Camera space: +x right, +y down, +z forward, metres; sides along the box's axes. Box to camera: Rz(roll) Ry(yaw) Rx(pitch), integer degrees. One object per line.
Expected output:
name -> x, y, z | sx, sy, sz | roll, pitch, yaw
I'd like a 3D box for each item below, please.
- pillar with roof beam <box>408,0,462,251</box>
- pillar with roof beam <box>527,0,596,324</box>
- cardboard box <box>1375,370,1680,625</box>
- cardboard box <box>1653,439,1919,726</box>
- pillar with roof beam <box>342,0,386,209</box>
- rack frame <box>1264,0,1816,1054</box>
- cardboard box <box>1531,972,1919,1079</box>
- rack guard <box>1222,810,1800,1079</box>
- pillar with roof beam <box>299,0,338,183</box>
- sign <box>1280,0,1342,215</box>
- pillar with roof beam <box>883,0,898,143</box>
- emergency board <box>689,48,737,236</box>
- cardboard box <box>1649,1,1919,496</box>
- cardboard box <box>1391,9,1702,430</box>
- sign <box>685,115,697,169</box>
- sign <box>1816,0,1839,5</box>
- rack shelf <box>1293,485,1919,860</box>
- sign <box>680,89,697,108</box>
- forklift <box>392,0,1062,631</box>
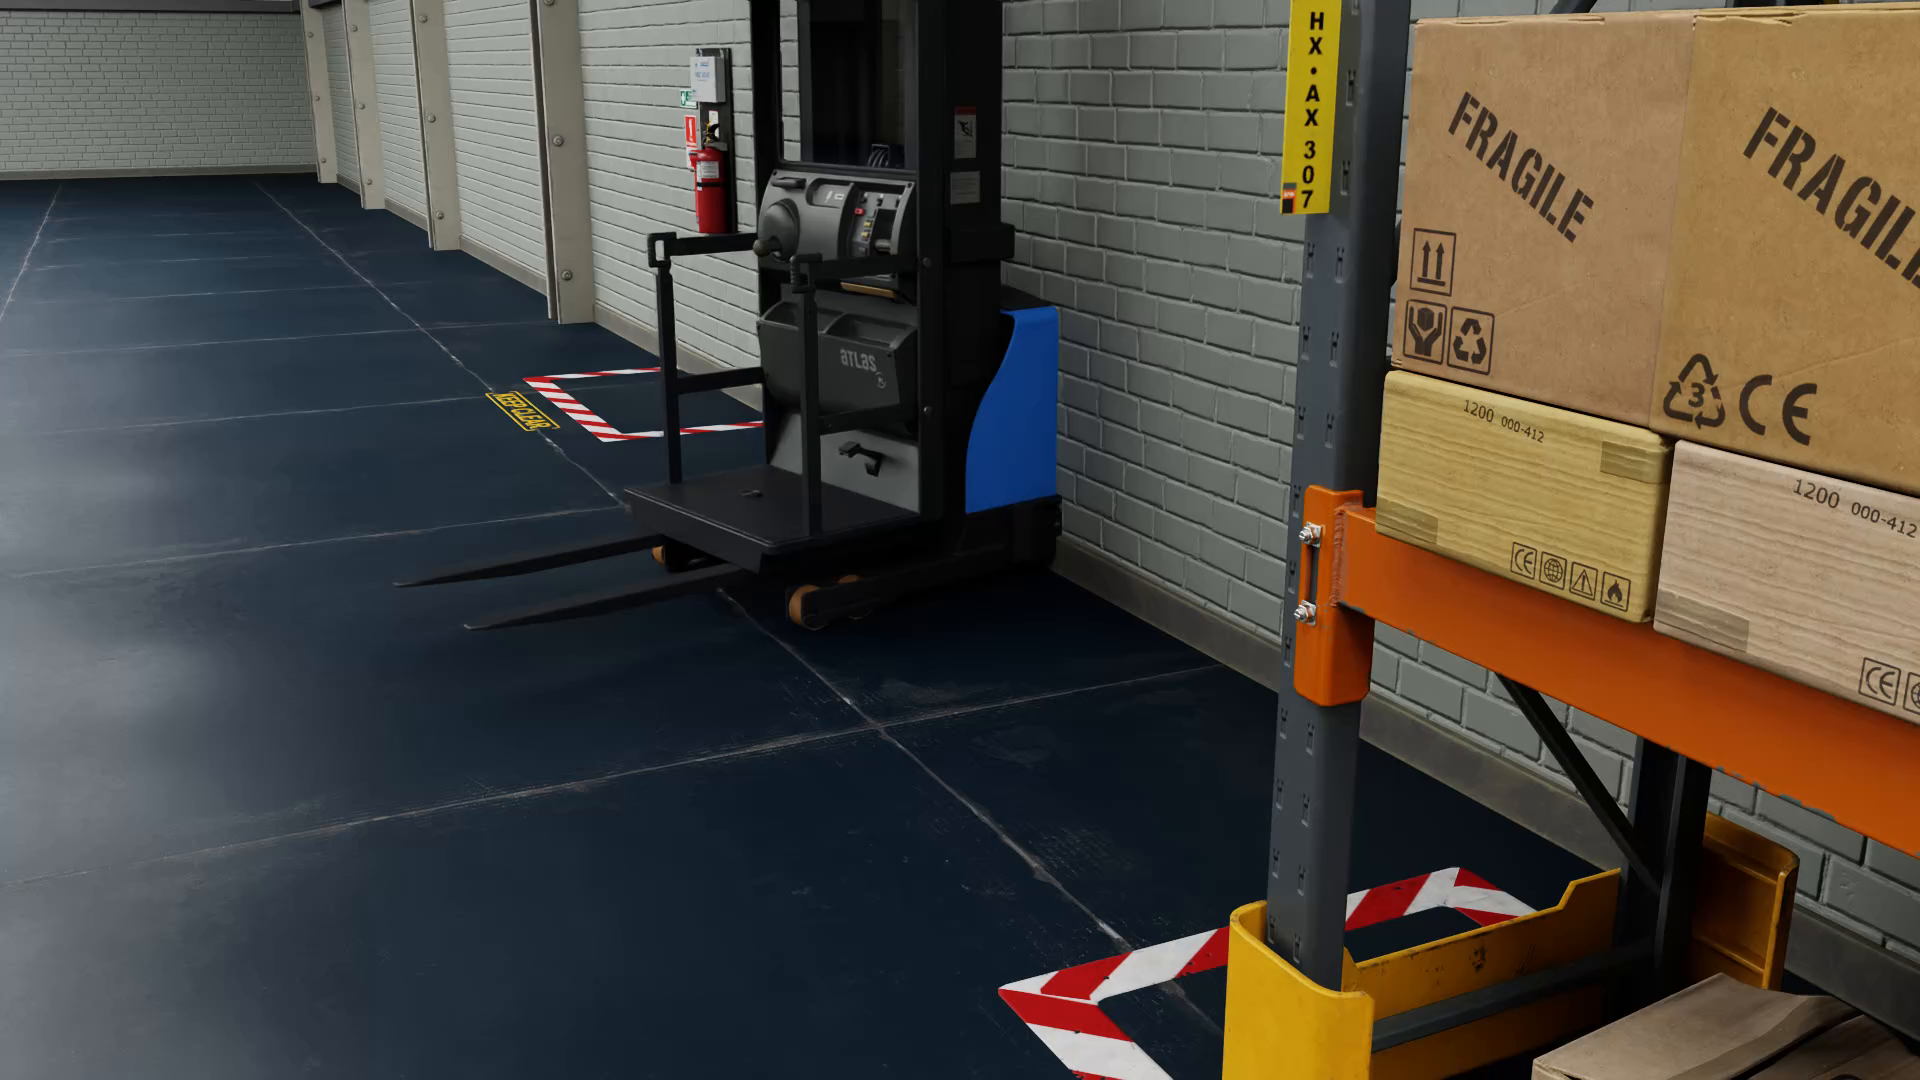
pillar with roof beam -> -9.634, -7.081, 15.612 | 9.100, 9.000, 0.400 | -8, 18, -25
pillar with roof beam -> -7.006, -5.593, 10.428 | 9.100, 9.000, 0.400 | -8, 18, -25
cardboard box -> 0.965, -0.102, 2.403 | 0.500, 0.250, 0.500 | -8, 18, -27
cardboard box -> 1.206, 0.025, 1.960 | 0.500, 0.250, 0.500 | -8, 18, -27
pillar with roof beam -> -12.263, -8.569, 20.797 | 9.100, 9.000, 0.400 | -8, 18, -25
rack frame -> 1.037, -0.324, 2.940 | 1.000, 3.000, 0.127 | -8, 18, -25
cardboard box -> 1.259, 0.940, 2.615 | 0.500, 0.311, 0.500 | -10, 19, -31
rack guard -> 1.070, 0.897, 3.219 | 1.175, 0.500, 0.348 | -8, 18, -25
pillar with roof beam -> -14.892, -10.057, 25.981 | 9.100, 9.000, 0.400 | -8, 18, -25
sign -> 0.549, -0.674, 2.592 | 0.100, 0.325, 0.005 | -8, 18, -25
pillar with roof beam -> -4.377, -4.106, 5.244 | 9.100, 9.000, 0.400 | -8, 18, -25
emergency board -> -1.556, -2.360, 10.035 | 0.194, 1.169, 0.643 | -8, 18, -25
cardboard box -> 1.183, -0.343, 1.884 | 0.500, 0.500, 0.500 | -8, 18, -25
cardboard box -> 0.976, -0.467, 2.316 | 0.500, 0.500, 0.500 | -8, 18, -25
sign -> -1.705, -2.526, 10.551 | 0.001, 0.329, 0.234 | -8, 18, -25
sign -> 1.545, -1.094, 2.953 | 0.100, 0.325, 0.005 | -8, 18, -25
rack shelf -> 1.913, 0.518, 1.311 | 1.077, 0.370, 4.000 | -8, 18, -25
sign -> -1.711, -2.779, 10.471 | 0.001, 0.109, 0.331 | -8, 18, -25
forklift -> -0.645, -1.240, 6.259 | 3.031, 2.935, 1.130 | -13, 20, -38
